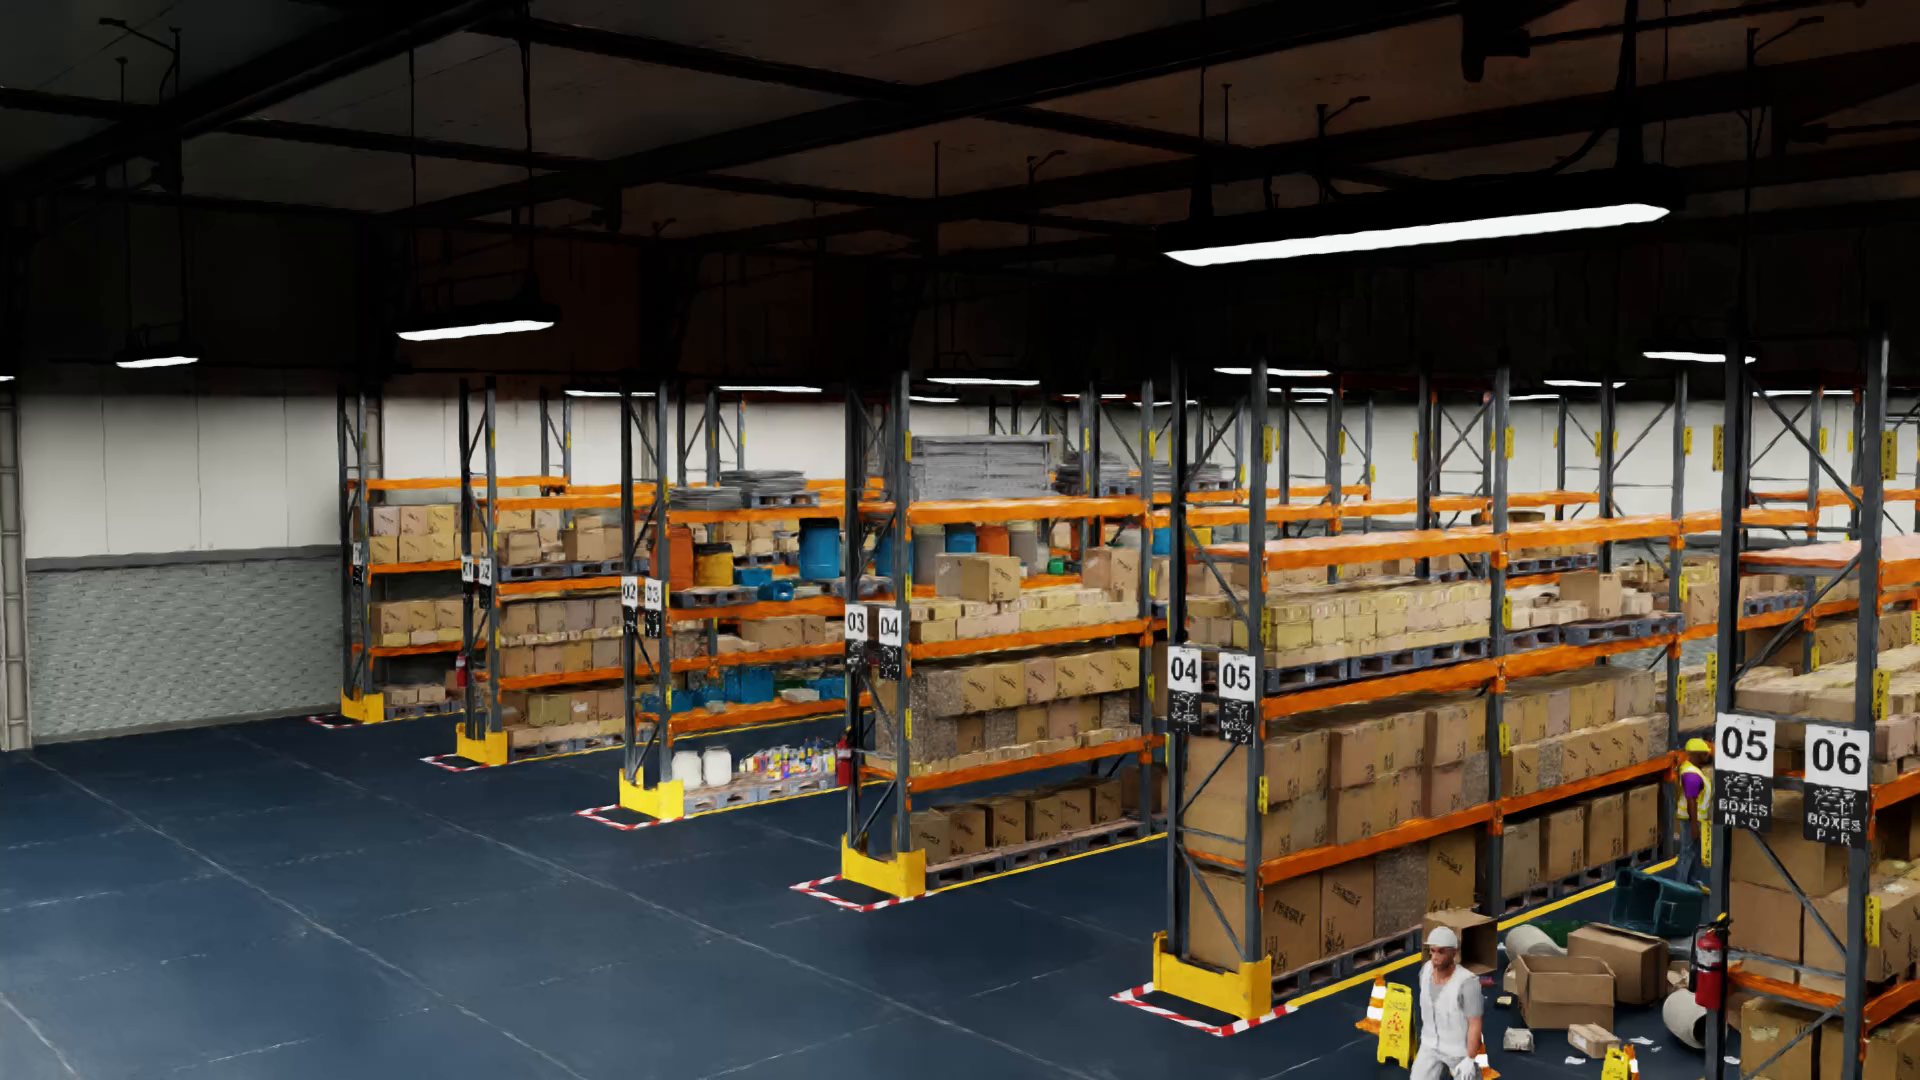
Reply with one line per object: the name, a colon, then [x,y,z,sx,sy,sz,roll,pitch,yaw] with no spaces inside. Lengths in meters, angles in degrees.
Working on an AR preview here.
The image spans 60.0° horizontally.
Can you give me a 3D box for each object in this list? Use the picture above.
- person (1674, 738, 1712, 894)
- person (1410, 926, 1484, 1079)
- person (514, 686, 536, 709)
person: [8.109,3.060,18.269,0.469,1.766,0.623,2,4,24]
person: [3.379,3.538,11.539,1.044,1.736,0.567,-3,5,-43]
person: [-7.574,2.441,28.478,1.126,1.675,0.542,-3,5,-40]
